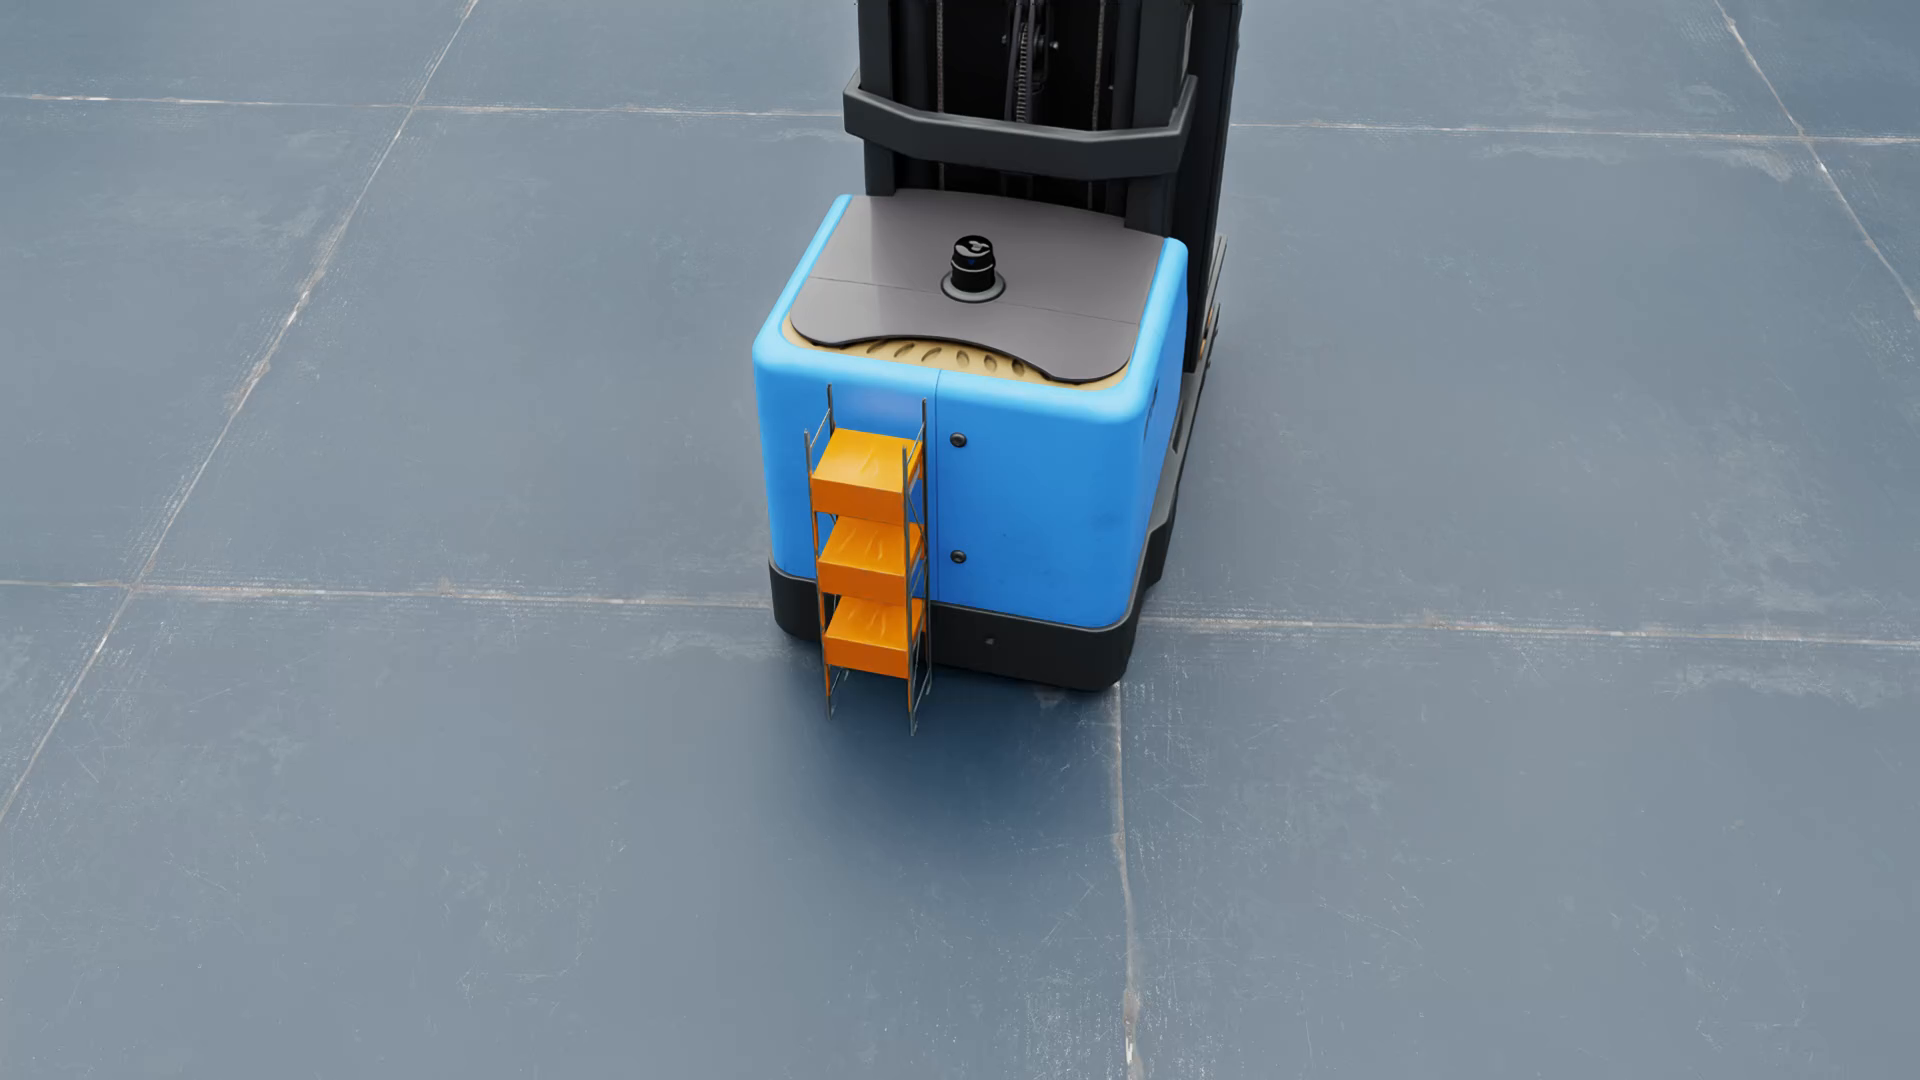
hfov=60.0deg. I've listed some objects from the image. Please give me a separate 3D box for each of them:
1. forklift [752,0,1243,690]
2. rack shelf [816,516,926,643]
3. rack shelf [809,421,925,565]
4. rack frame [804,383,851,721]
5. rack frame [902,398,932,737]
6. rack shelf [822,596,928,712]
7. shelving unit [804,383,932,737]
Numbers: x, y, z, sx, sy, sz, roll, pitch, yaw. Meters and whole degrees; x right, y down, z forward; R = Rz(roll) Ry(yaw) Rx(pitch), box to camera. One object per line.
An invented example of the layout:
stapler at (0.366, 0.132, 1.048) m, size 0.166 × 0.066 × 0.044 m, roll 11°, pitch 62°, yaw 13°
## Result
forklift at (0.306, -1.667, 4.890) m, size 1.130 × 2.935 × 3.031 m, roll 10°, pitch 44°, yaw 10°
rack shelf at (-0.228, 0.089, 4.400) m, size 0.240 × 0.259 × 0.215 m, roll 10°, pitch 44°, yaw 10°
rack shelf at (-0.228, -0.119, 4.206) m, size 0.240 × 0.259 × 0.215 m, roll 10°, pitch 44°, yaw 10°
rack frame at (-0.346, 0.061, 4.414) m, size 0.008 × 1.050 × 0.200 m, roll 10°, pitch 44°, yaw 10°
rack frame at (-0.110, 0.101, 4.371) m, size 0.008 × 1.050 × 0.200 m, roll 10°, pitch 44°, yaw 10°
rack shelf at (-0.228, 0.292, 4.589) m, size 0.240 × 0.259 × 0.215 m, roll 10°, pitch 44°, yaw 10°
shelving unit at (-0.228, 0.081, 4.393) m, size 0.252 × 1.050 × 0.215 m, roll 10°, pitch 44°, yaw 10°
